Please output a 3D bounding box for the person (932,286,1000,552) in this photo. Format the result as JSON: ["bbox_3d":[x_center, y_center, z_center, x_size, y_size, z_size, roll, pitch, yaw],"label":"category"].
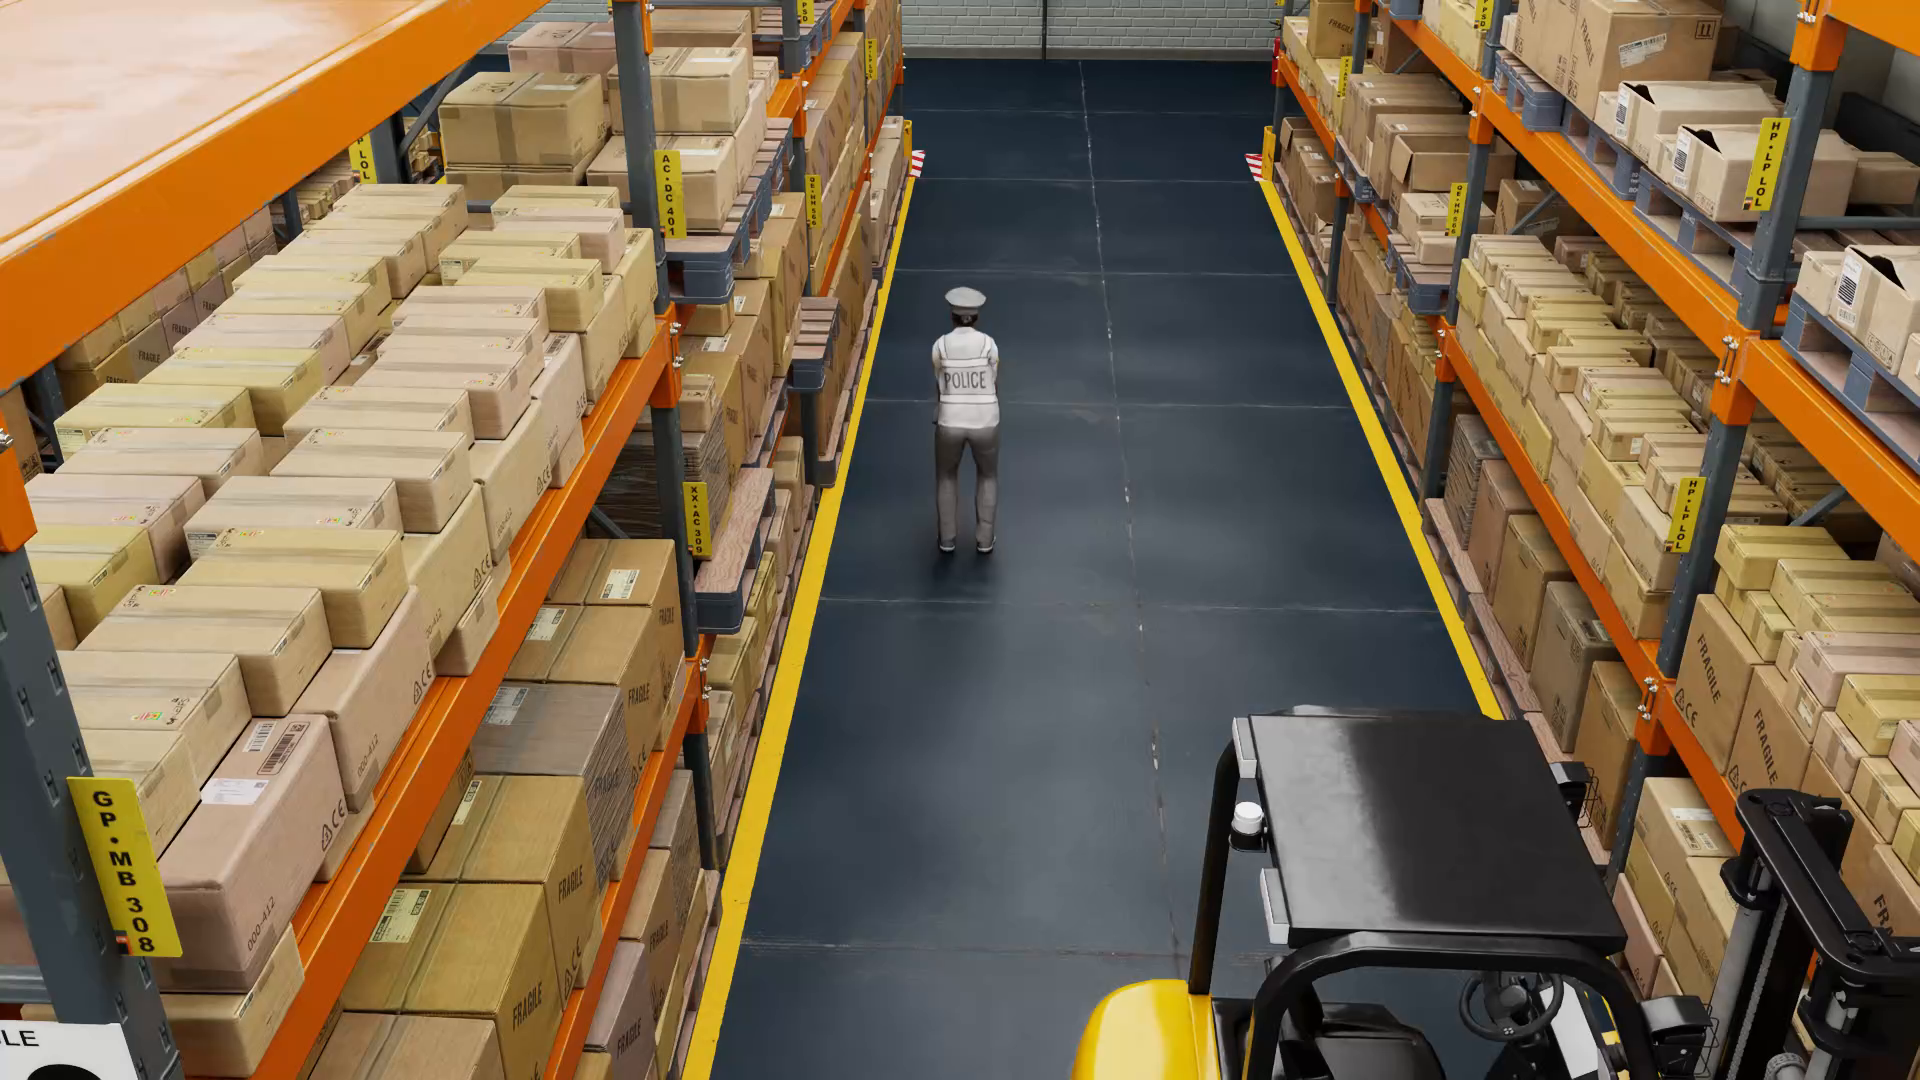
[{"bbox_3d":[0.035,-0.723,10.246,0.415,1.625,0.566,0,28,1],"label":"person"}]
